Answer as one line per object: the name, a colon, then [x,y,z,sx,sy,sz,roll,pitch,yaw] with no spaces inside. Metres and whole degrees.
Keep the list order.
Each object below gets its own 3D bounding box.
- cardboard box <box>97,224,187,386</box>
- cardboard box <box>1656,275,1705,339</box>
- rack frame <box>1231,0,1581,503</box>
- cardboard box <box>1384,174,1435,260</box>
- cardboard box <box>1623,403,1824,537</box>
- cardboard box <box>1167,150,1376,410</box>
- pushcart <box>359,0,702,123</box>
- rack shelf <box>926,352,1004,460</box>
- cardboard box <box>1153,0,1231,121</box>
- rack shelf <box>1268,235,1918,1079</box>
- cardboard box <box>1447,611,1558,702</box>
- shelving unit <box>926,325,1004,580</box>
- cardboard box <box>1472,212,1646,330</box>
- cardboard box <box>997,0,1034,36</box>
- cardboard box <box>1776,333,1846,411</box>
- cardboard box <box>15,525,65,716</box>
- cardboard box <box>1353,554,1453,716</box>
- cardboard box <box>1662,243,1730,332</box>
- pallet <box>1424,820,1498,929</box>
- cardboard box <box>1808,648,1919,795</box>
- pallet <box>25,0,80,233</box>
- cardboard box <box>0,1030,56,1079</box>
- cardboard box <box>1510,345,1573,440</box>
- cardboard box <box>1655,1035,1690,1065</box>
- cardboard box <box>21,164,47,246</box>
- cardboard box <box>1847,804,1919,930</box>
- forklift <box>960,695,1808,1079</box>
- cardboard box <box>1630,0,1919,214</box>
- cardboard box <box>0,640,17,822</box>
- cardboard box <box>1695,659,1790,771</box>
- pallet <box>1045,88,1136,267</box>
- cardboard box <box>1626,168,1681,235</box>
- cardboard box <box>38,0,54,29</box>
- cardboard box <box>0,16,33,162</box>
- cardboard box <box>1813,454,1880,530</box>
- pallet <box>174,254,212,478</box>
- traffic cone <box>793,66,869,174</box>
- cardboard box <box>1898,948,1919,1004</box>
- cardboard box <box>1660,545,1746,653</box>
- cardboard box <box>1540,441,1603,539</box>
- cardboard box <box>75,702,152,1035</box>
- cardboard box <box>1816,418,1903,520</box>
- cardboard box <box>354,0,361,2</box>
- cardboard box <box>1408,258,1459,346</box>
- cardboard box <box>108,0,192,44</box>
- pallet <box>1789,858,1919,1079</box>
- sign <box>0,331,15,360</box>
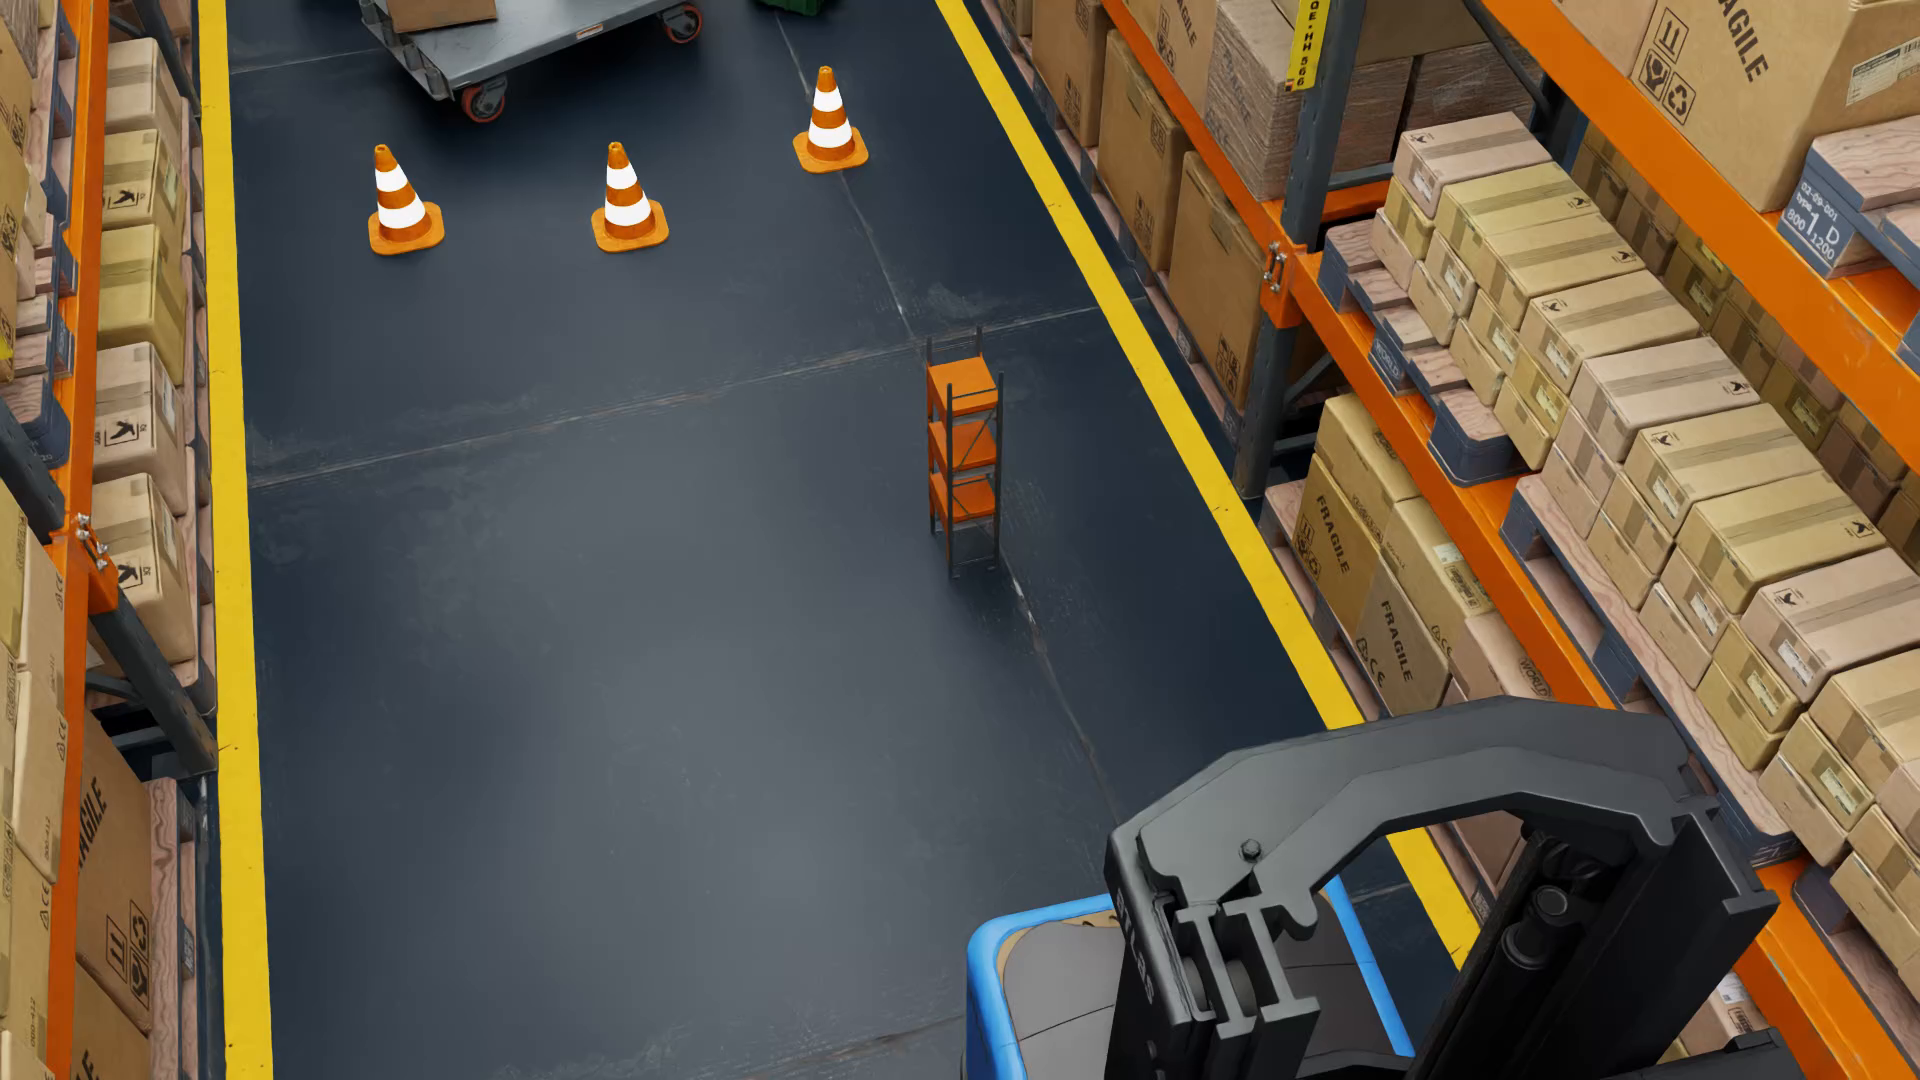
cardboard box: [-3.706,-0.879,6.763,0.950,0.372,0.625,-12,51,-10]
cardboard box: [2.328,-0.705,5.062,0.380,0.149,0.250,-13,51,-10]
rack frame: [1.595,-1.276,5.654,1.000,3.000,0.127,-13,51,-11]
cardboard box: [1.546,-1.028,5.140,0.380,0.149,0.250,-11,51,-9]
cardboard box: [1.937,-0.181,4.231,0.380,0.149,0.250,-12,51,-10]
cardboard box: [1.501,-1.152,6.745,1.050,0.750,0.750,-14,51,-11]
pushcart: [-2.123,-2.712,8.579,1.648,0.377,0.936,-30,56,-23]
rack shelf: [0.016,-0.475,5.896,0.215,0.259,0.240,-13,51,-11]
cardboard box: [1.059,-1.941,6.149,0.500,0.500,0.500,-13,51,-11]
rack shelf: [2.187,0.416,4.697,1.077,0.370,4.000,-13,51,-11]
cardboard box: [1.852,0.445,5.072,0.500,0.250,0.500,-13,51,-11]
shelving unit: [0.016,-0.299,6.105,0.215,1.050,0.252,-13,51,-11]
cardboard box: [1.697,-0.765,4.723,0.380,0.149,0.250,-14,51,-11]
cardboard box: [0.682,-3.175,8.451,1.050,0.750,0.750,-14,51,-11]
cardboard box: [2.476,-0.521,4.518,0.380,0.149,0.250,-13,51,-11]
cardboard box: [-2.706,0.276,4.443,0.500,0.250,0.500,-15,51,-12]
cardboard box: [1.713,0.335,5.656,0.500,0.500,0.500,-13,51,-11]
cardboard box: [2.337,-0.782,4.933,0.380,0.149,0.250,-12,51,-10]
pallet: [2.182,1.083,5.489,1.003,0.211,1.213,-13,51,-11]
cardboard box: [2.171,0.393,3.747,0.380,0.149,0.250,-15,51,-12]
pallet: [-3.728,-1.458,5.932,1.003,0.211,1.213,-13,51,-11]
cardboard box: [-2.228,1.383,3.510,0.500,0.250,0.500,-14,51,-12]
cardboard box: [1.785,-0.452,4.654,0.380,0.149,0.250,-13,51,-11]
cardboard box: [2.167,1.457,4.710,0.500,0.500,0.500,-14,51,-12]
cardboard box: [-3.172,-1.047,5.350,0.380,0.149,0.250,-13,51,-11]
cardboard box: [2.237,0.676,3.703,0.380,0.149,0.250,-15,51,-12]
forklift: [0.841,1.756,3.143,1.130,2.935,3.031,-10,51,-9]
cardboard box: [1.817,-1.070,3.453,0.500,0.500,0.500,-13,51,-11]
cardboard box: [-2.562,0.474,3.949,0.500,0.250,0.500,-14,51,-12]
cardboard box: [2.083,0.395,4.135,0.380,0.149,0.250,-11,51,-9]
pallet: [1.077,-1.860,7.969,1.003,0.211,1.213,-13,51,-11]
cardboard box: [2.250,-1.084,4.992,0.380,0.149,0.250,-14,51,-11]
cardboard box: [-3.583,-1.997,6.151,0.380,0.149,0.250,-13,51,-11]
cardboard box: [-3.340,-1.493,5.302,0.500,0.500,0.500,-13,51,-10]
cardboard box: [2.554,-0.136,4.582,0.380,0.149,0.250,-12,51,-10]
pallet: [-3.690,-0.645,6.945,1.003,0.211,1.213,-13,51,-11]
traffic cone: [-0.634,-2.059,7.973,0.336,0.463,0.334,-13,51,-11]
cardboard box: [2.322,0.974,3.647,0.380,0.149,0.250,-13,51,-11]
cardboard box: [2.012,0.108,4.181,0.380,0.149,0.250,-12,51,-10]
cardboard box: [1.856,-0.175,4.615,0.380,0.149,0.250,-12,51,-10]
cardboard box: [-2.979,0.990,4.859,0.875,0.875,0.875,-14,51,-11]
cardboard box: [2.560,-0.227,4.464,0.380,0.149,0.250,-12,51,-10]
cardboard box: [-3.304,-3.290,8.985,0.500,0.500,0.500,18,52,14]
cardboard box: [1.614,-0.762,5.110,0.380,0.149,0.250,-11,51,-9]
cardboard box: [-4.203,-2.746,8.416,0.500,0.250,0.500,-15,52,-13]
pallet: [2.691,1.116,3.762,1.003,0.211,1.213,-13,51,-11]
sign: [-2.574,-0.584,4.313,0.100,0.325,0.005,-13,51,-11]
